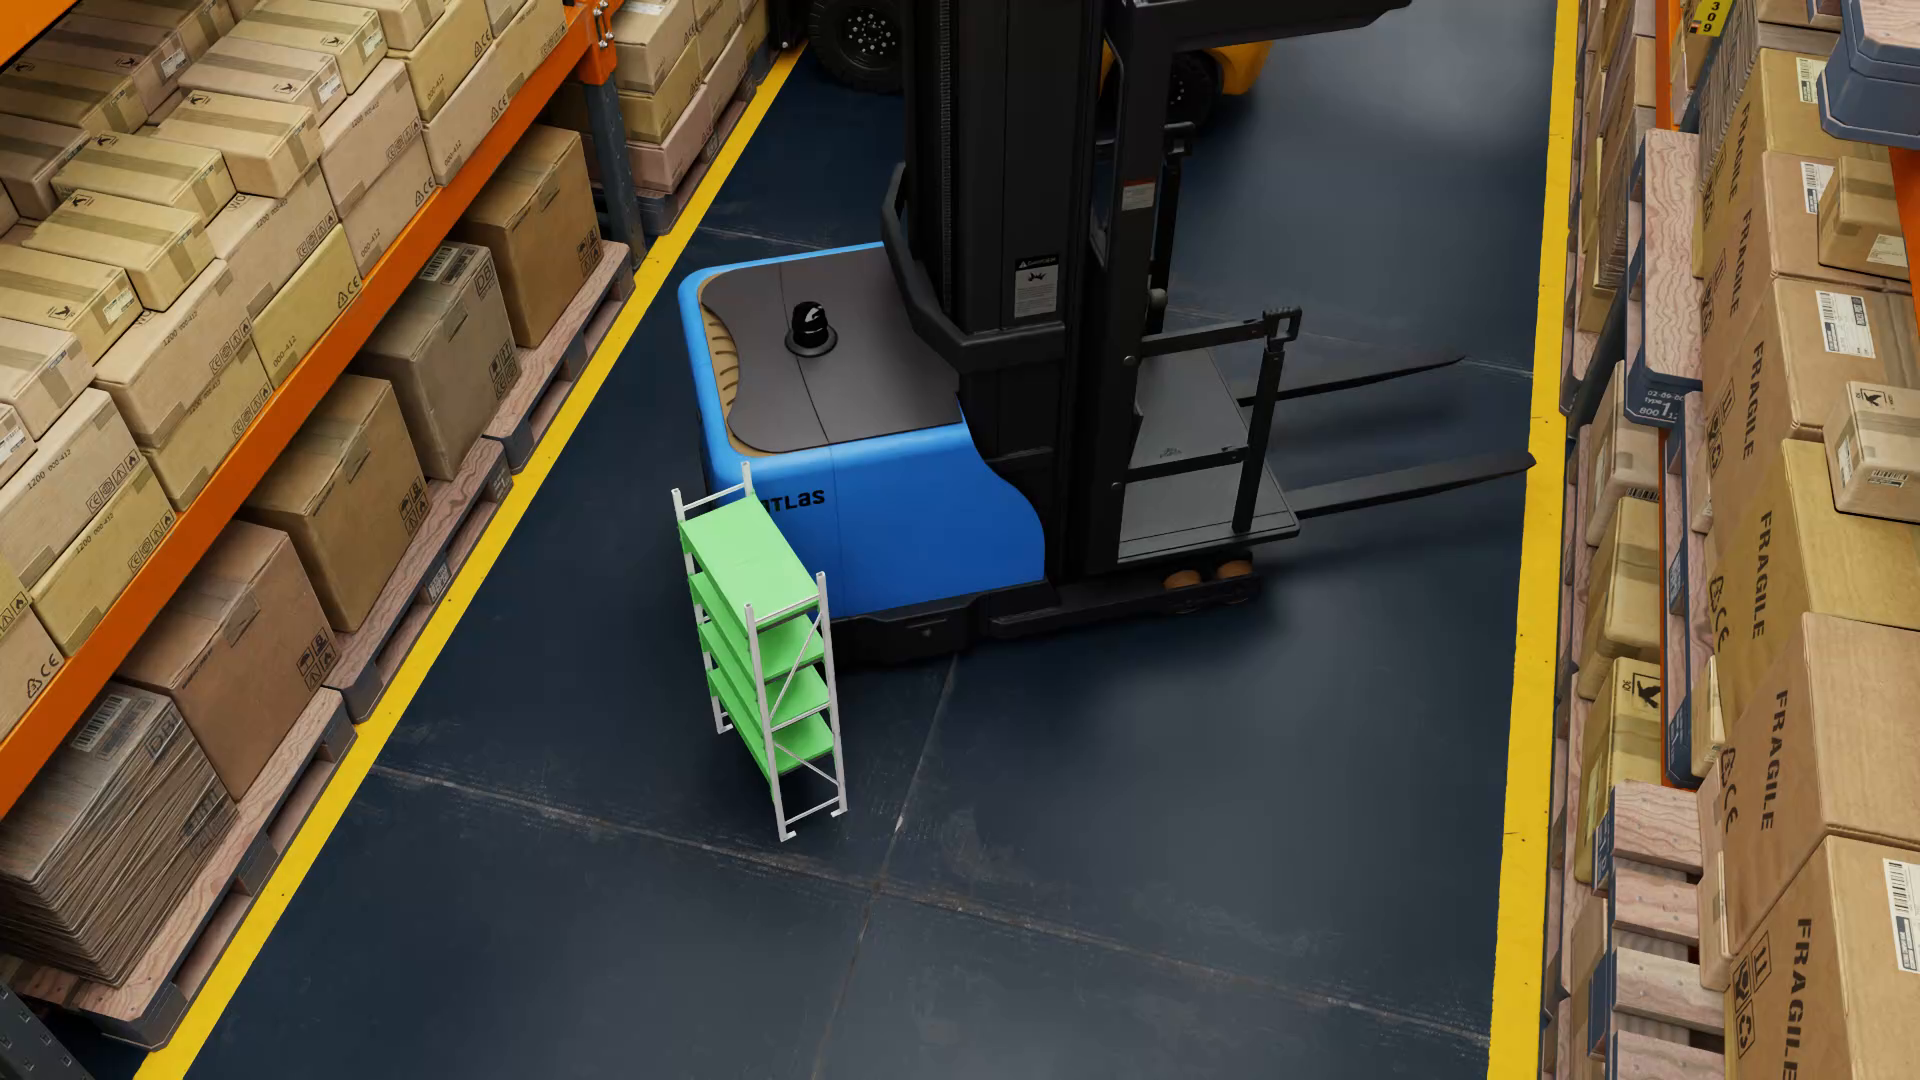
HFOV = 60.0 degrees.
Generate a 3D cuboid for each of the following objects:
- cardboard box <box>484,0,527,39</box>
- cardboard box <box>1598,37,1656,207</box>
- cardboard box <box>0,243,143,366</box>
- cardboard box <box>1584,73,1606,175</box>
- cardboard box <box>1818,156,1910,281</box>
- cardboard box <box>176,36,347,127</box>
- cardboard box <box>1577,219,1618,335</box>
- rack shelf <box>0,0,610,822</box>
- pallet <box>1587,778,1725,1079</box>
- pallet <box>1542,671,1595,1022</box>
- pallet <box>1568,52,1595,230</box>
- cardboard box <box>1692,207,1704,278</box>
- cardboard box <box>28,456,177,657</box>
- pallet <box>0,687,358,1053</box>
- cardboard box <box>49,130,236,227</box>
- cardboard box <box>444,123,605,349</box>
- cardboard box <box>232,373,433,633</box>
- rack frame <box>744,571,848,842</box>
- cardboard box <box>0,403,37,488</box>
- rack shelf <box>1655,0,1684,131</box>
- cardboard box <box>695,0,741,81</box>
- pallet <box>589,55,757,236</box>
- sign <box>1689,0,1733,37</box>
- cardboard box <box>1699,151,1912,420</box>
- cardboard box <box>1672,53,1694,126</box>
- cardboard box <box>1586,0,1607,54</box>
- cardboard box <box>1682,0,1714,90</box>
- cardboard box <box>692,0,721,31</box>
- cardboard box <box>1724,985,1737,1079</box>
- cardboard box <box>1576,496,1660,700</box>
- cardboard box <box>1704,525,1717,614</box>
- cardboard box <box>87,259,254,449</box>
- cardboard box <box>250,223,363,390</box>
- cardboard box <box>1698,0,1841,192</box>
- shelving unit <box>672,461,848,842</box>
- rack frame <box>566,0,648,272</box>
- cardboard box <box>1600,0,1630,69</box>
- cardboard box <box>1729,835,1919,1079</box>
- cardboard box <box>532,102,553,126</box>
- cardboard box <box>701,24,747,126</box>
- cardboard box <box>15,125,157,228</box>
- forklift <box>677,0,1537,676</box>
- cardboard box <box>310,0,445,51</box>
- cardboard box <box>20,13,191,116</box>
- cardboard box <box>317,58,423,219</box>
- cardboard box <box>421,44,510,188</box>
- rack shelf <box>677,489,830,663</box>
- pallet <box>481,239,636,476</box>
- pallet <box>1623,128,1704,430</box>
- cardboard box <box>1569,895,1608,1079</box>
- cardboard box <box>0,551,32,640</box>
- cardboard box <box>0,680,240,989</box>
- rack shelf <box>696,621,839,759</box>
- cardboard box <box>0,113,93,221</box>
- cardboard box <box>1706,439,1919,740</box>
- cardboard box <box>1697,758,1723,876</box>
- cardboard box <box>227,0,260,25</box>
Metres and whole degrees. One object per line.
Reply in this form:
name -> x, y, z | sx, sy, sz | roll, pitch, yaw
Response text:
cardboard box -> -1.766, -2.022, 5.801 | 0.500, 0.250, 0.500 | 11, 49, 9
cardboard box -> 2.935, -1.662, 6.770 | 0.500, 0.500, 0.500 | 12, 50, 11
cardboard box -> -2.362, -0.603, 4.282 | 0.380, 0.149, 0.250 | 12, 50, 10
cardboard box -> 3.072, -1.799, 7.391 | 0.500, 0.250, 0.500 | 12, 50, 11
cardboard box -> 2.255, -0.744, 3.928 | 0.380, 0.149, 0.250 | 14, 50, 12
cardboard box -> -2.067, -1.339, 4.932 | 0.380, 0.149, 0.250 | 12, 50, 10
cardboard box -> 2.803, -1.045, 6.726 | 0.500, 0.250, 0.500 | 14, 50, 12
rack shelf -> -2.410, -0.627, 5.283 | 1.077, 0.370, 4.000 | 12, 50, 10
pallet -> 1.938, 1.085, 3.420 | 1.213, 0.211, 1.003 | 12, 50, 10
pallet -> 2.384, 1.036, 5.195 | 1.003, 0.211, 1.213 | 12, 50, 10
pallet -> 3.368, -1.791, 7.690 | 1.003, 0.211, 1.213 | 12, 50, 10
cardboard box -> 2.382, -0.875, 4.909 | 0.380, 0.149, 0.250 | 12, 50, 11
cardboard box -> -2.446, -0.005, 4.354 | 0.500, 0.250, 0.500 | 11, 49, 9
pallet -> -2.682, 0.916, 5.301 | 1.003, 0.211, 1.213 | 12, 50, 10
cardboard box -> -2.263, -0.982, 4.617 | 0.380, 0.149, 0.250 | 12, 50, 10
cardboard box -> -2.010, -1.286, 6.688 | 0.875, 0.625, 0.625 | 14, 50, 12
cardboard box -> -2.417, -0.182, 5.713 | 0.875, 0.625, 0.625 | 10, 49, 8
rack frame -> -0.478, 0.532, 4.980 | 0.240, 1.200, 0.015 | -23, 53, -19
cardboard box -> -2.456, -0.223, 3.947 | 0.380, 0.149, 0.250 | 13, 50, 11
rack shelf -> 3.433, -2.544, 6.974 | 1.077, 0.370, 4.000 | 12, 50, 10
cardboard box -> -1.327, -2.360, 7.553 | 0.500, 0.250, 0.500 | 11, 50, 10
pallet -> -1.633, -1.956, 7.836 | 1.003, 0.211, 1.213 | 12, 50, 10
sign -> 2.381, -1.723, 5.193 | 0.100, 0.325, 0.005 | 12, 50, 10
cardboard box -> 2.232, -0.606, 4.239 | 0.500, 0.500, 0.500 | 11, 50, 10
cardboard box -> 2.697, -1.545, 5.780 | 0.380, 0.149, 0.250 | 11, 50, 10
cardboard box -> 3.339, -2.561, 8.064 | 0.500, 0.250, 0.500 | 13, 50, 11
cardboard box -> 2.783, -1.837, 5.606 | 0.500, 0.500, 0.500 | 10, 49, 9
cardboard box -> -1.309, -2.528, 7.367 | 0.500, 0.250, 0.500 | 12, 50, 10
cardboard box -> 1.714, 1.010, 3.245 | 0.380, 0.149, 0.250 | 12, 50, 11
cardboard box -> 2.585, 0.296, 5.461 | 0.950, 0.372, 0.625 | 14, 50, 12
cardboard box -> 2.044, 0.082, 4.064 | 0.380, 0.149, 0.250 | 10, 49, 9
cardboard box -> -2.295, -0.544, 4.496 | 0.500, 0.250, 0.500 | 10, 49, 9
cardboard box -> -2.179, -0.754, 5.014 | 0.500, 0.250, 0.500 | 13, 50, 11
cardboard box -> 2.506, -1.323, 4.872 | 0.500, 0.500, 0.500 | 13, 50, 11
shelving unit -> -0.599, 0.374, 5.120 | 0.258, 1.200, 0.503 | -23, 53, -19
rack frame -> -1.883, -2.312, 6.290 | 1.000, 3.000, 0.127 | 12, 50, 10
cardboard box -> 3.201, -2.419, 7.438 | 0.500, 0.500, 0.500 | 12, 50, 11
cardboard box -> 1.705, 0.904, 2.906 | 0.500, 0.500, 0.500 | 10, 49, 9
cardboard box -> -1.953, -2.099, 7.323 | 0.500, 0.250, 0.500 | 11, 49, 9
cardboard box -> -1.318, -2.196, 7.741 | 0.500, 0.250, 0.500 | 11, 49, 9
cardboard box -> -2.679, -1.009, 4.906 | 0.500, 0.250, 0.500 | 11, 49, 9
forklift -> 0.605, -1.081, 5.249 | 3.031, 2.935, 1.130 | -10, 49, -9
cardboard box -> -1.866, -1.696, 5.247 | 0.380, 0.149, 0.250 | 10, 49, 9
cardboard box -> -2.569, -1.436, 5.018 | 0.380, 0.149, 0.250 | 11, 50, 10
cardboard box -> -2.034, -1.280, 5.146 | 0.500, 0.250, 0.500 | 12, 50, 11
cardboard box -> -1.890, -1.482, 5.657 | 0.500, 0.250, 0.500 | 11, 50, 10
rack shelf -> -0.599, 0.098, 4.808 | 0.258, 0.148, 0.480 | -23, 53, -19
pallet -> -2.039, -0.849, 6.858 | 1.003, 0.211, 1.213 | 12, 50, 10
pallet -> 2.565, -0.748, 5.037 | 1.003, 0.211, 1.213 | 12, 50, 10
cardboard box -> 2.198, 1.347, 4.534 | 0.950, 0.372, 0.625 | 11, 49, 9
cardboard box -> -2.559, 0.198, 3.842 | 0.500, 0.250, 0.500 | 12, 50, 10
cardboard box -> -2.759, 0.780, 4.865 | 0.875, 0.625, 0.625 | 13, 50, 11
rack shelf -> -0.599, 0.416, 5.168 | 0.258, 0.148, 0.480 | -23, 53, -19
cardboard box -> -2.660, -1.056, 4.682 | 0.380, 0.149, 0.250 | 13, 50, 11
cardboard box -> 1.962, 0.162, 3.561 | 0.500, 0.500, 0.500 | 9, 49, 7
cardboard box -> 1.811, 0.639, 3.573 | 0.380, 0.149, 0.250 | 9, 49, 8
cardboard box -> -2.418, -1.795, 5.334 | 0.380, 0.149, 0.250 | 11, 50, 10
